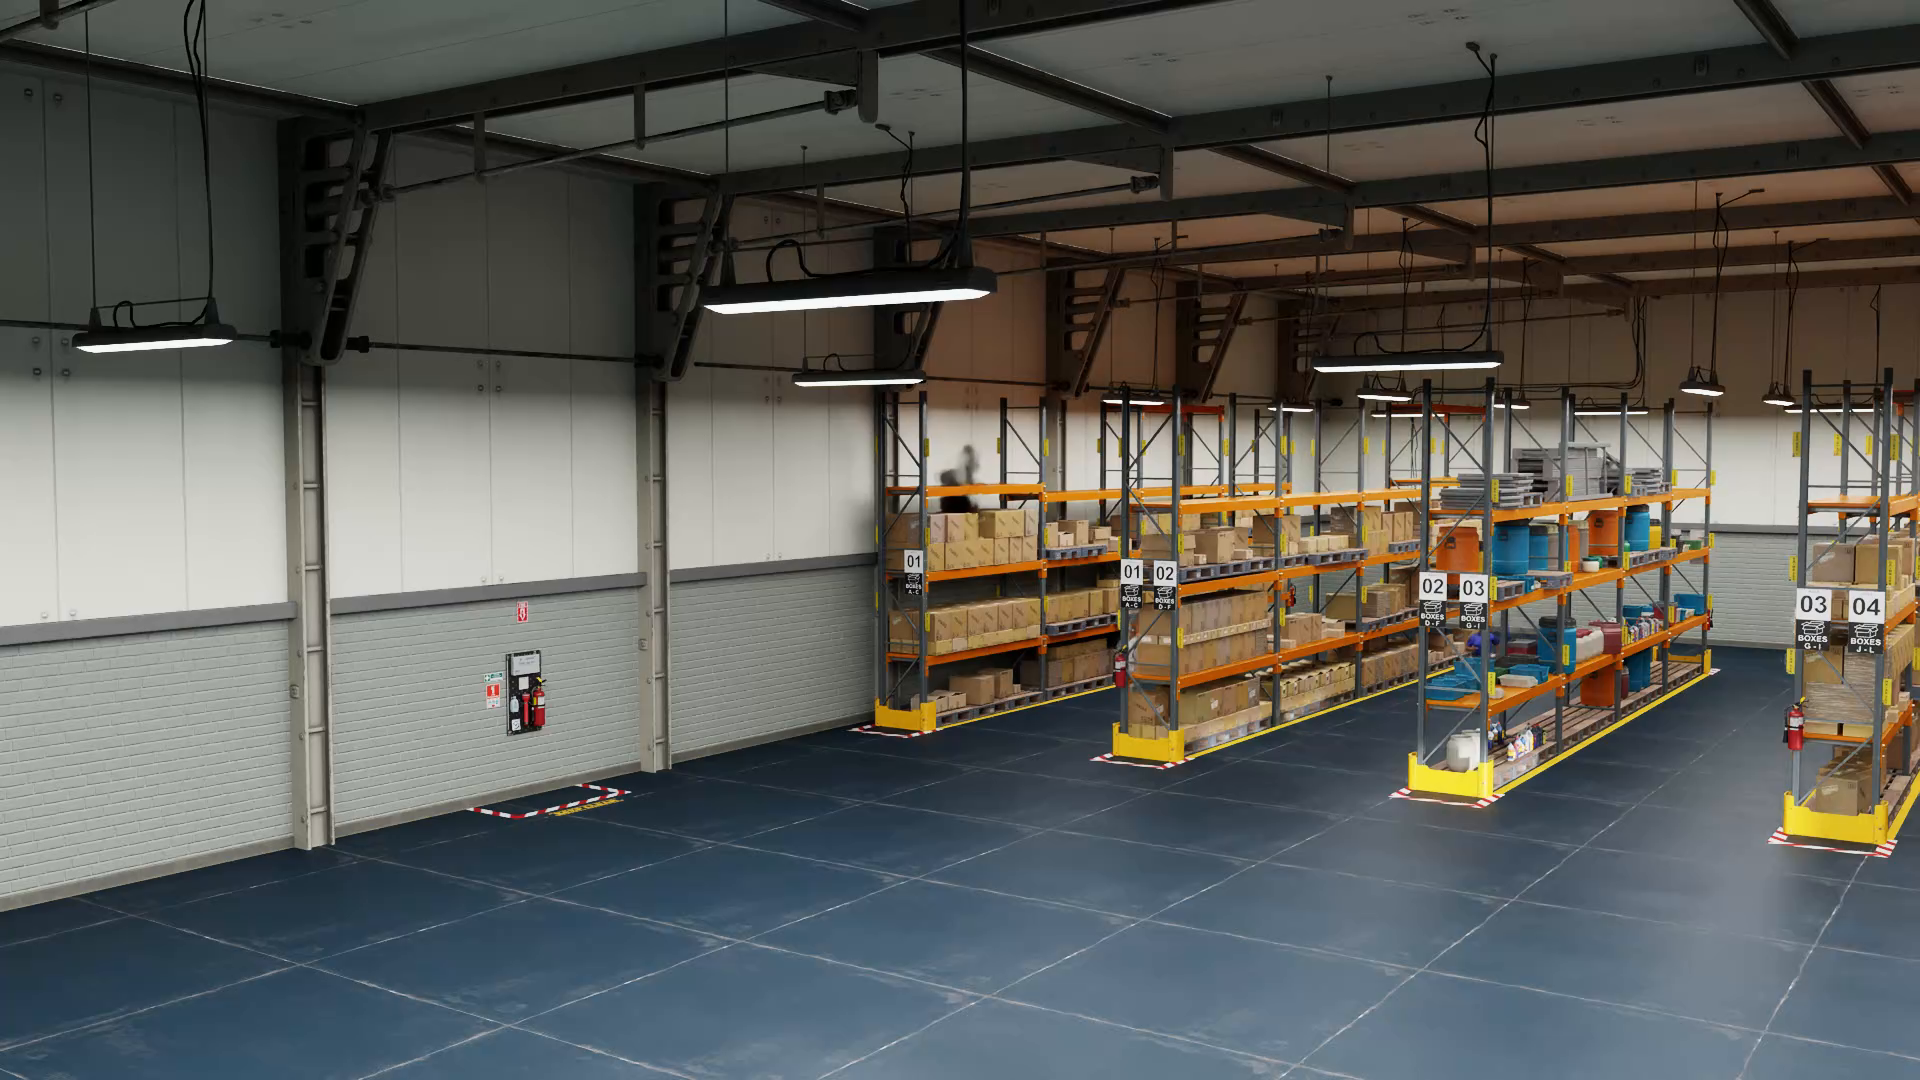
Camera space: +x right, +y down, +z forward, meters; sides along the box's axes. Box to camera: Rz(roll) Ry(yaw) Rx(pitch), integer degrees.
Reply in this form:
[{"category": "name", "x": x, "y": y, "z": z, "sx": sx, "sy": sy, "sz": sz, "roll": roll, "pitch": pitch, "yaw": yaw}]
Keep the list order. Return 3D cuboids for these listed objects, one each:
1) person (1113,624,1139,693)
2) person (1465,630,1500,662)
[{"category": "person", "x": 3.051, "y": 2.390, "z": 30.221, "sx": 0.638, "sy": 1.737, "sz": 0.564, "roll": 2, "pitch": 4, "yaw": 32}, {"category": "person", "x": 10.038, "y": 2.378, "z": 31.986, "sx": 0.604, "sy": 1.663, "sz": 0.900, "roll": 2, "pitch": 4, "yaw": 29}]
